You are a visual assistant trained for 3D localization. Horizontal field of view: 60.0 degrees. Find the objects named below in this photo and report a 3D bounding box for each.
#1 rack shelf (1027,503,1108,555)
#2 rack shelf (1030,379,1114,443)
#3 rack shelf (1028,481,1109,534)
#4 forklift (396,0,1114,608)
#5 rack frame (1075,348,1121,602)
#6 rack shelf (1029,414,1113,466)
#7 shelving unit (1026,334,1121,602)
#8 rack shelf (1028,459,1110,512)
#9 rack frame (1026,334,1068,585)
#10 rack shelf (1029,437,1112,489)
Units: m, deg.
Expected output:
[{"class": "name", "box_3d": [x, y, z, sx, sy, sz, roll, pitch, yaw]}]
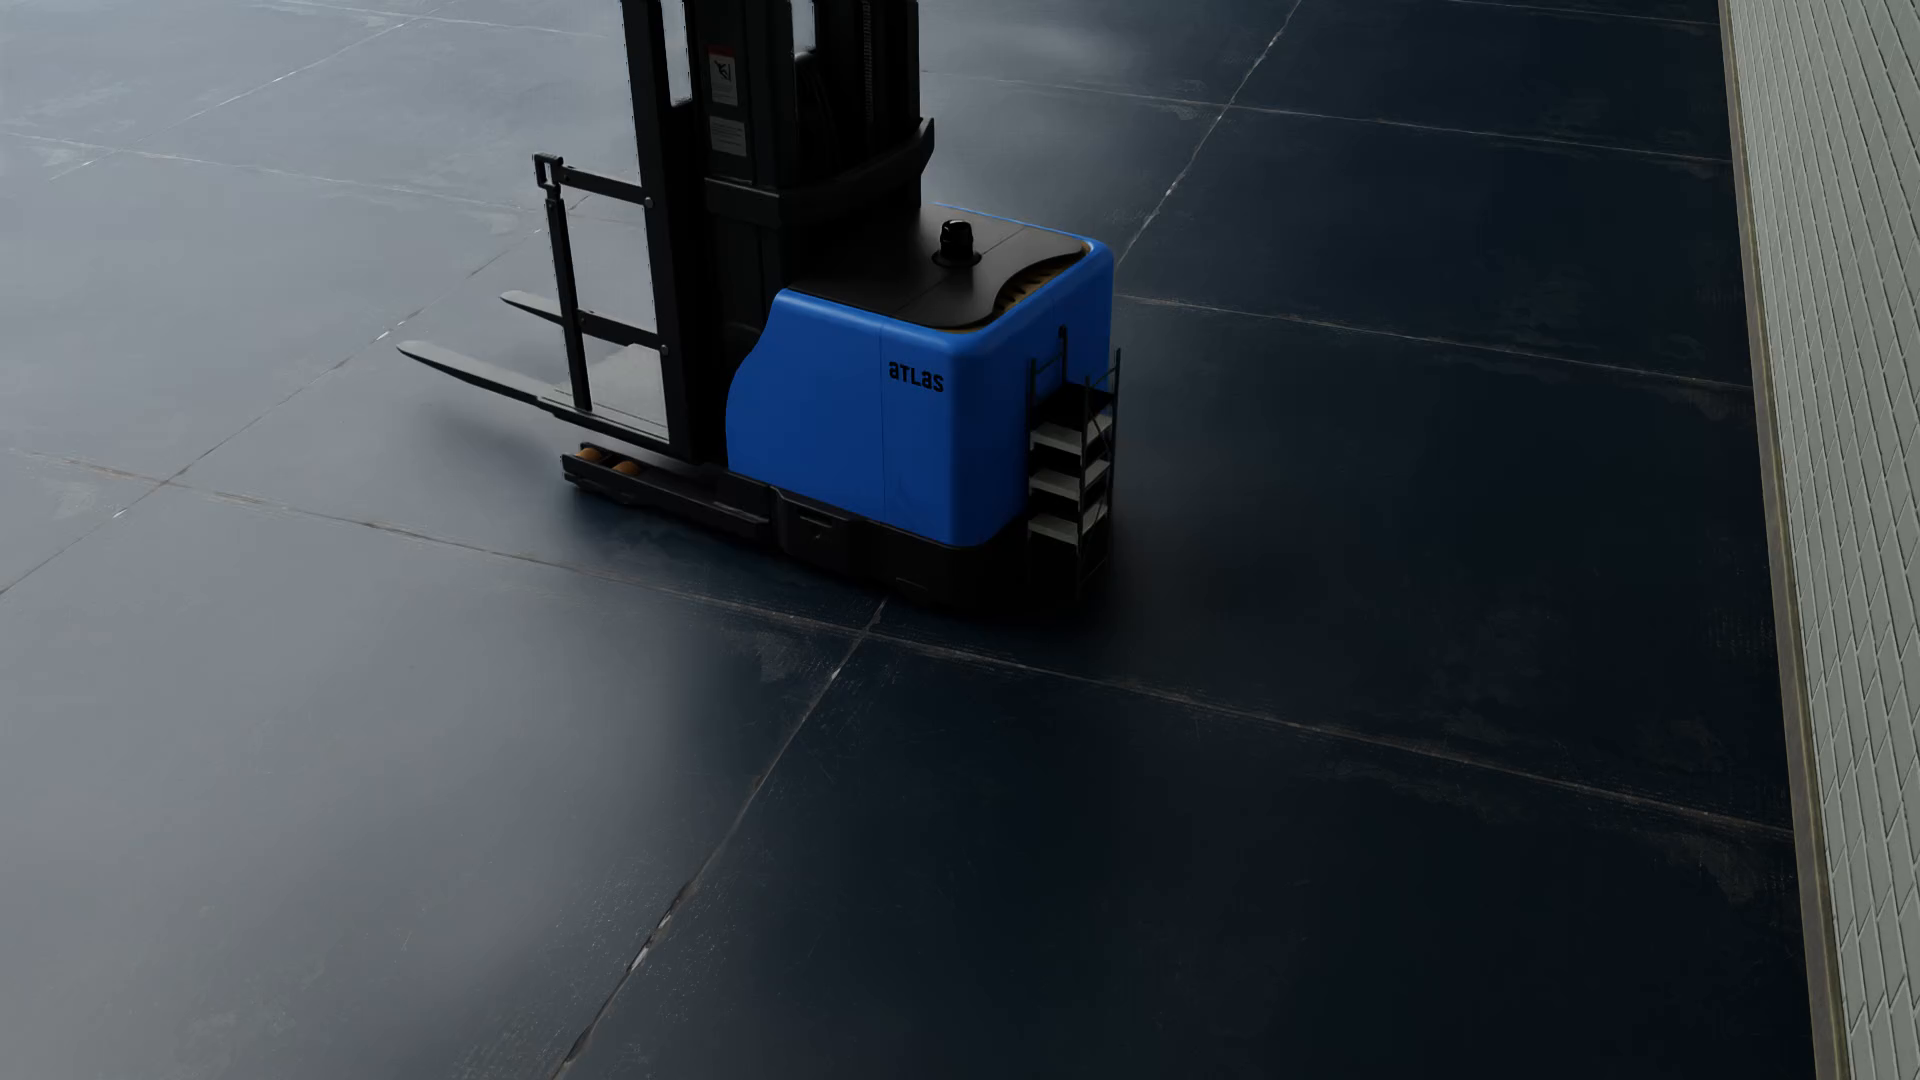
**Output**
[{"class": "rack shelf", "box_3d": [0.389, -0.063, 5.912, 0.200, 0.077, 0.258, 19, 37, 26]}, {"class": "rack shelf", "box_3d": [0.389, -0.442, 5.668, 0.200, 0.077, 0.258, 19, 37, 26]}, {"class": "rack shelf", "box_3d": [0.389, -0.139, 5.863, 0.200, 0.077, 0.258, 19, 37, 26]}, {"class": "forklift", "box_3d": [-0.958, -1.591, 6.012, 3.031, 2.935, 1.130, 19, 37, 26]}, {"class": "rack frame", "box_3d": [0.476, -0.213, 5.751, 0.006, 0.900, 0.240, 19, 37, 26]}, {"class": "rack shelf", "box_3d": [0.389, -0.366, 5.717, 0.200, 0.077, 0.258, 19, 37, 26]}, {"class": "shelving unit", "box_3d": [0.389, -0.243, 5.796, 0.210, 0.900, 0.258, 19, 37, 26]}, {"class": "rack shelf", "box_3d": [0.389, -0.215, 5.814, 0.200, 0.077, 0.258, 19, 37, 26]}, {"class": "rack frame", "box_3d": [0.303, -0.272, 5.842, 0.006, 0.900, 0.240, 19, 37, 26]}, {"class": "rack shelf", "box_3d": [0.389, -0.290, 5.766, 0.200, 0.077, 0.258, 19, 37, 26]}]
